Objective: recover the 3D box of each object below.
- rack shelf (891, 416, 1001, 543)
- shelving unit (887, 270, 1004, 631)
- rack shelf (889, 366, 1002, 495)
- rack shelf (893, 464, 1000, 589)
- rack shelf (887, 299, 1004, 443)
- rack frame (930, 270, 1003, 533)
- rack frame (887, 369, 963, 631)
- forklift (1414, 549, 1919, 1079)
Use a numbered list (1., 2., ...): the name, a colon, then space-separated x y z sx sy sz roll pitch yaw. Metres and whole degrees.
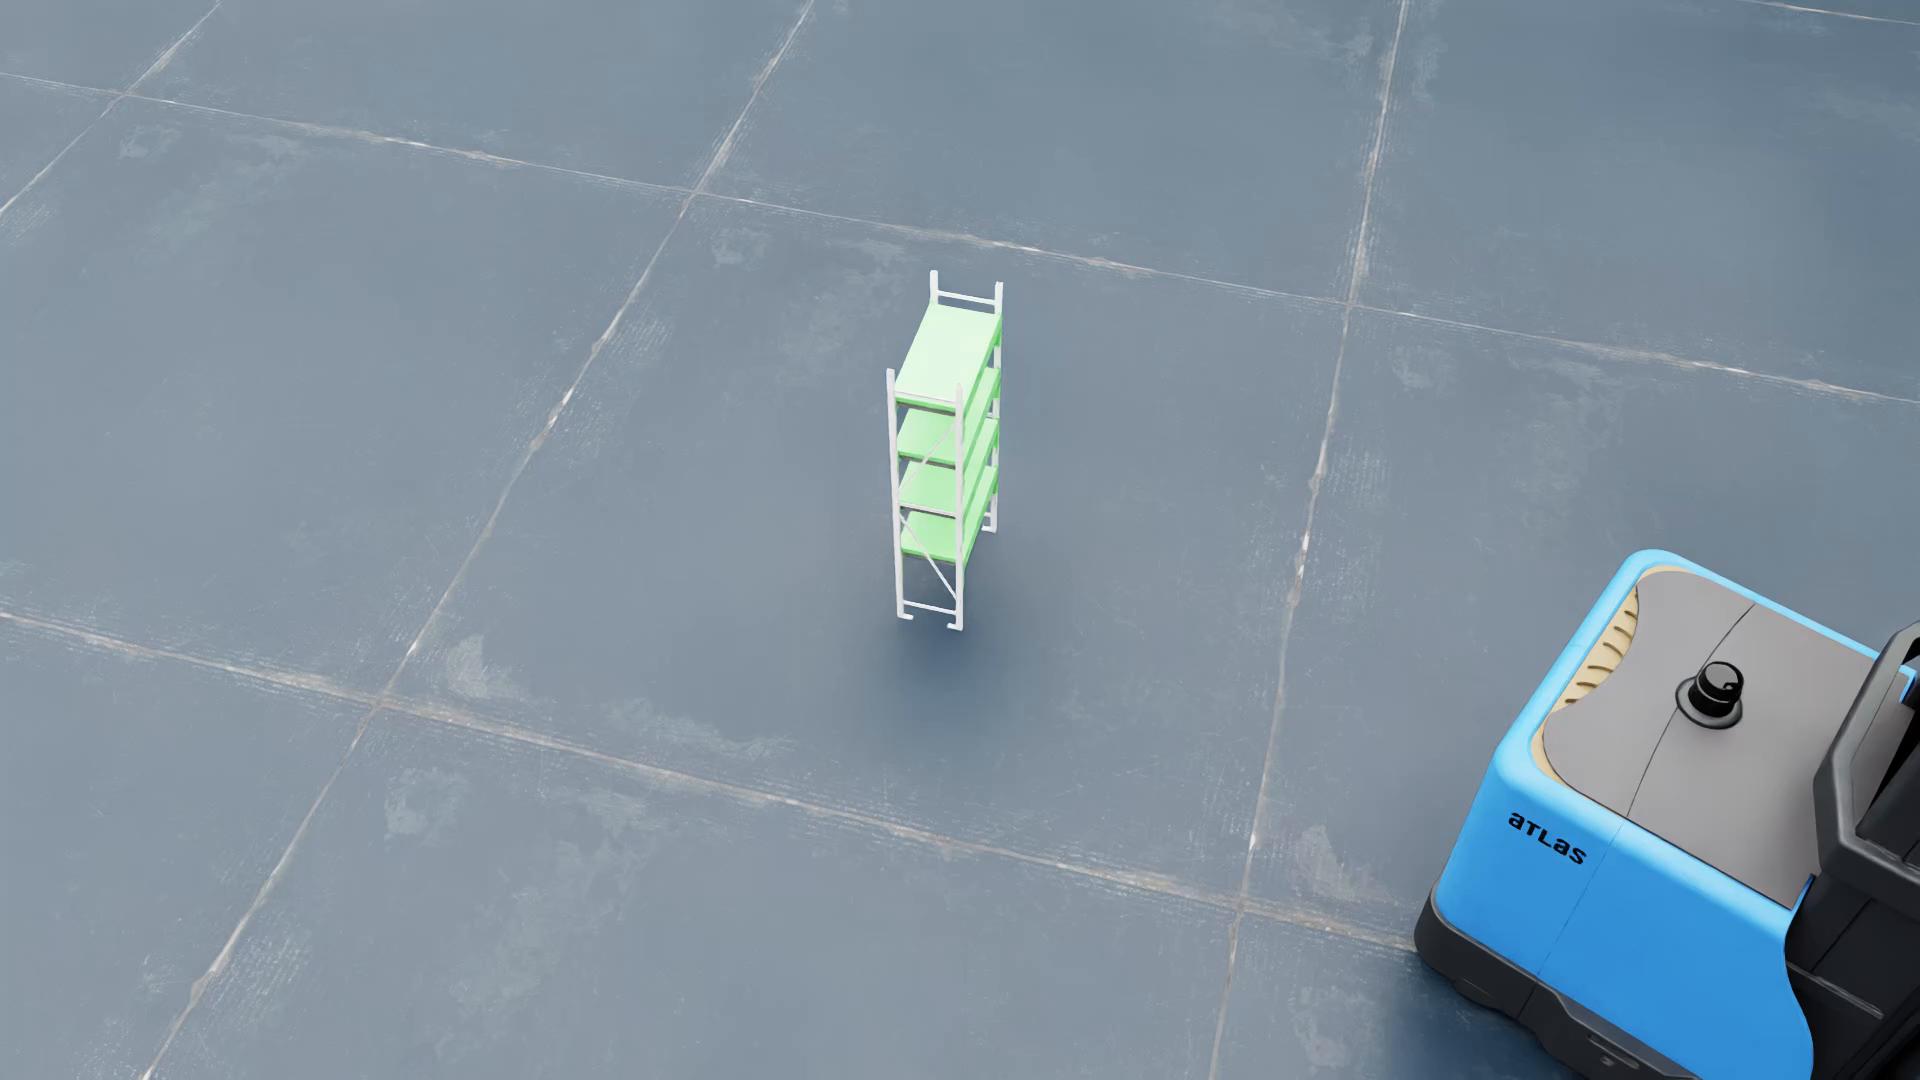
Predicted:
1. rack shelf: -0.044 -0.235 5.742 0.258 0.148 0.480 12 50 10
2. shelving unit: -0.044 -0.277 5.694 0.258 1.200 0.503 12 50 10
3. rack shelf: -0.044 -0.394 5.562 0.258 0.148 0.480 12 50 10
4. rack shelf: -0.044 -0.076 5.922 0.258 0.148 0.480 12 50 10
5. rack shelf: -0.044 -0.553 5.383 0.258 0.148 0.480 12 50 10
6. rack frame: 0.021 -0.454 5.850 0.240 1.200 0.015 12 50 10
7. rack frame: -0.108 -0.101 5.539 0.240 1.200 0.015 12 50 10
8. forklift: 2.858 0.709 3.670 3.031 2.935 1.130 30 55 24
